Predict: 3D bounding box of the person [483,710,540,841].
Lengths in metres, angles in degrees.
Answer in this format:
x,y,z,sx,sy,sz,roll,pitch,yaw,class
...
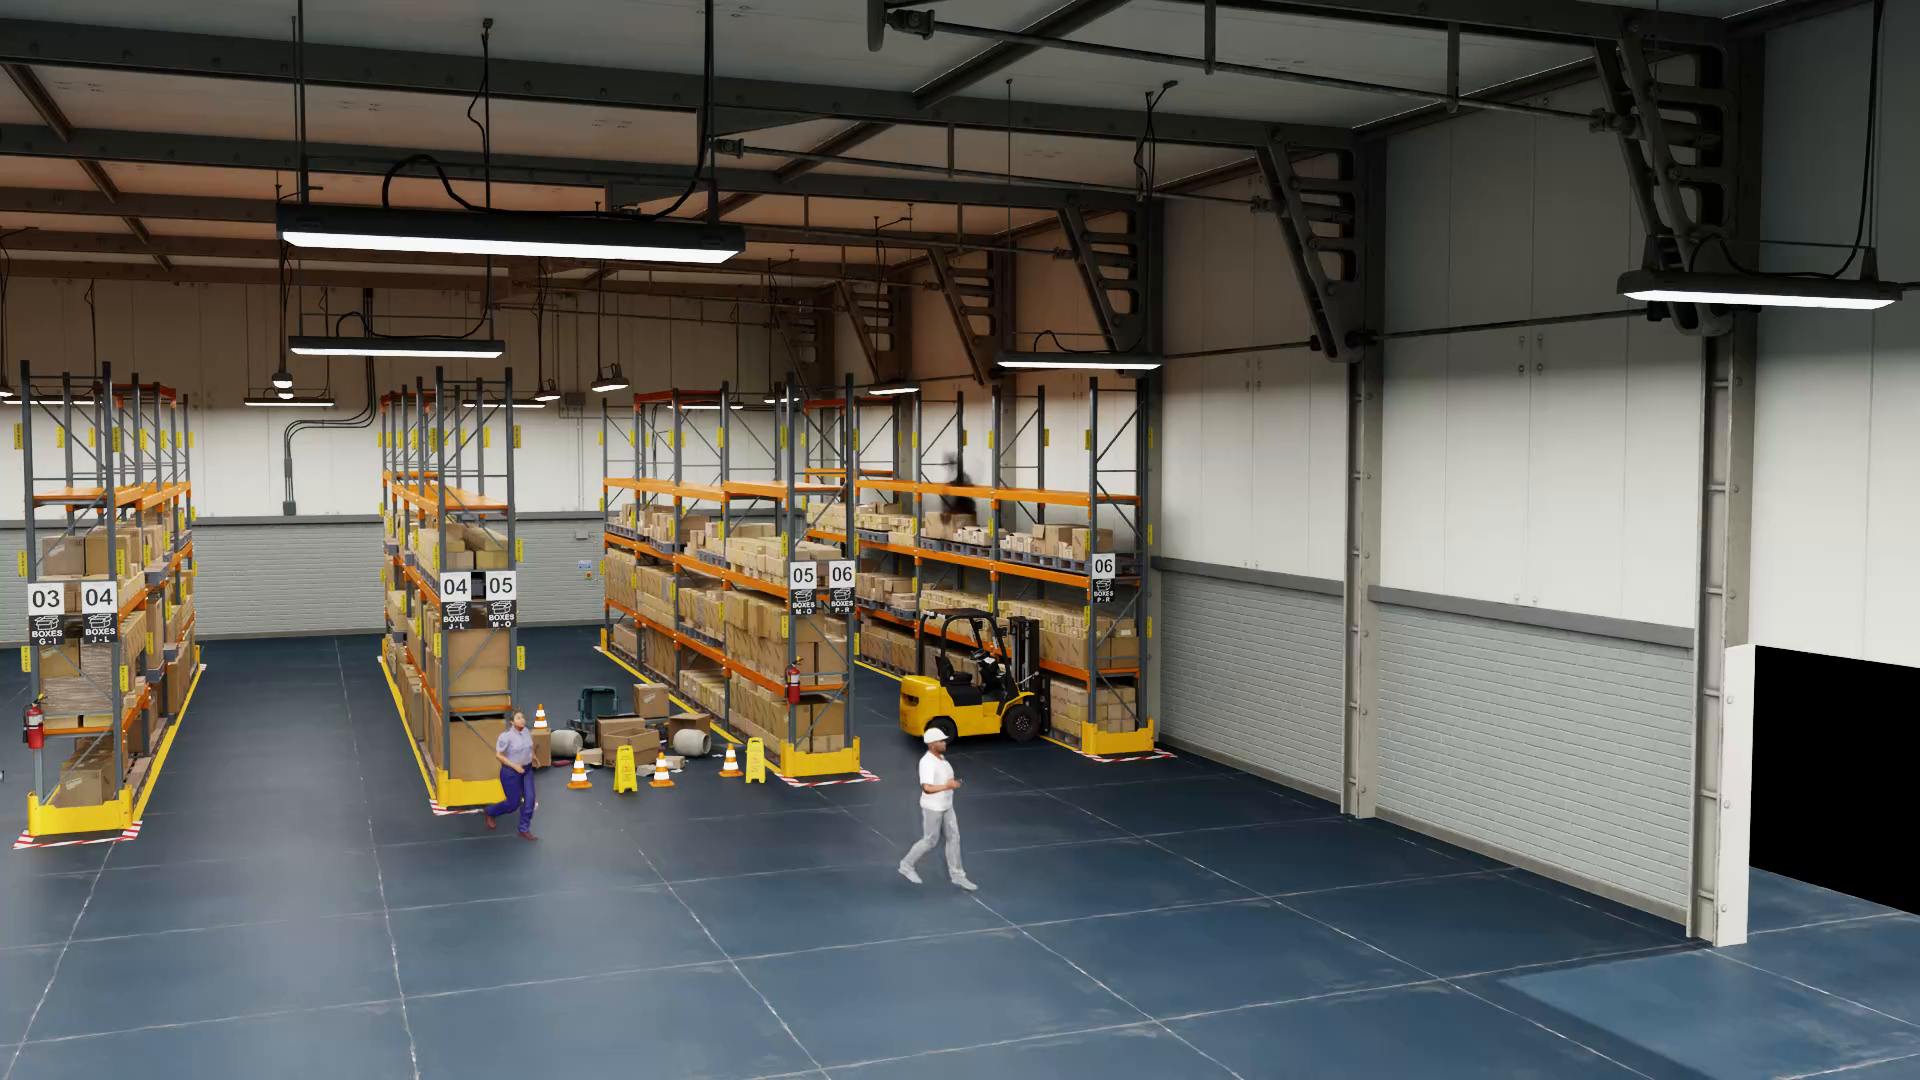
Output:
x,y,z,sx,sy,sz,roll,pitch,yaw,class
-5.611,2.949,20.951,0.727,1.637,0.612,2,4,31,person

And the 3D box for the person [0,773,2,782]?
x,y,z,sx,sy,sz,roll,pitch,yaw,class
-11.906,2.924,20.088,0.818,1.761,0.707,1,4,22,person

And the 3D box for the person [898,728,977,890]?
x,y,z,sx,sy,sz,roll,pitch,yaw,class
-0.244,2.981,18.463,0.875,1.788,0.688,1,4,21,person
